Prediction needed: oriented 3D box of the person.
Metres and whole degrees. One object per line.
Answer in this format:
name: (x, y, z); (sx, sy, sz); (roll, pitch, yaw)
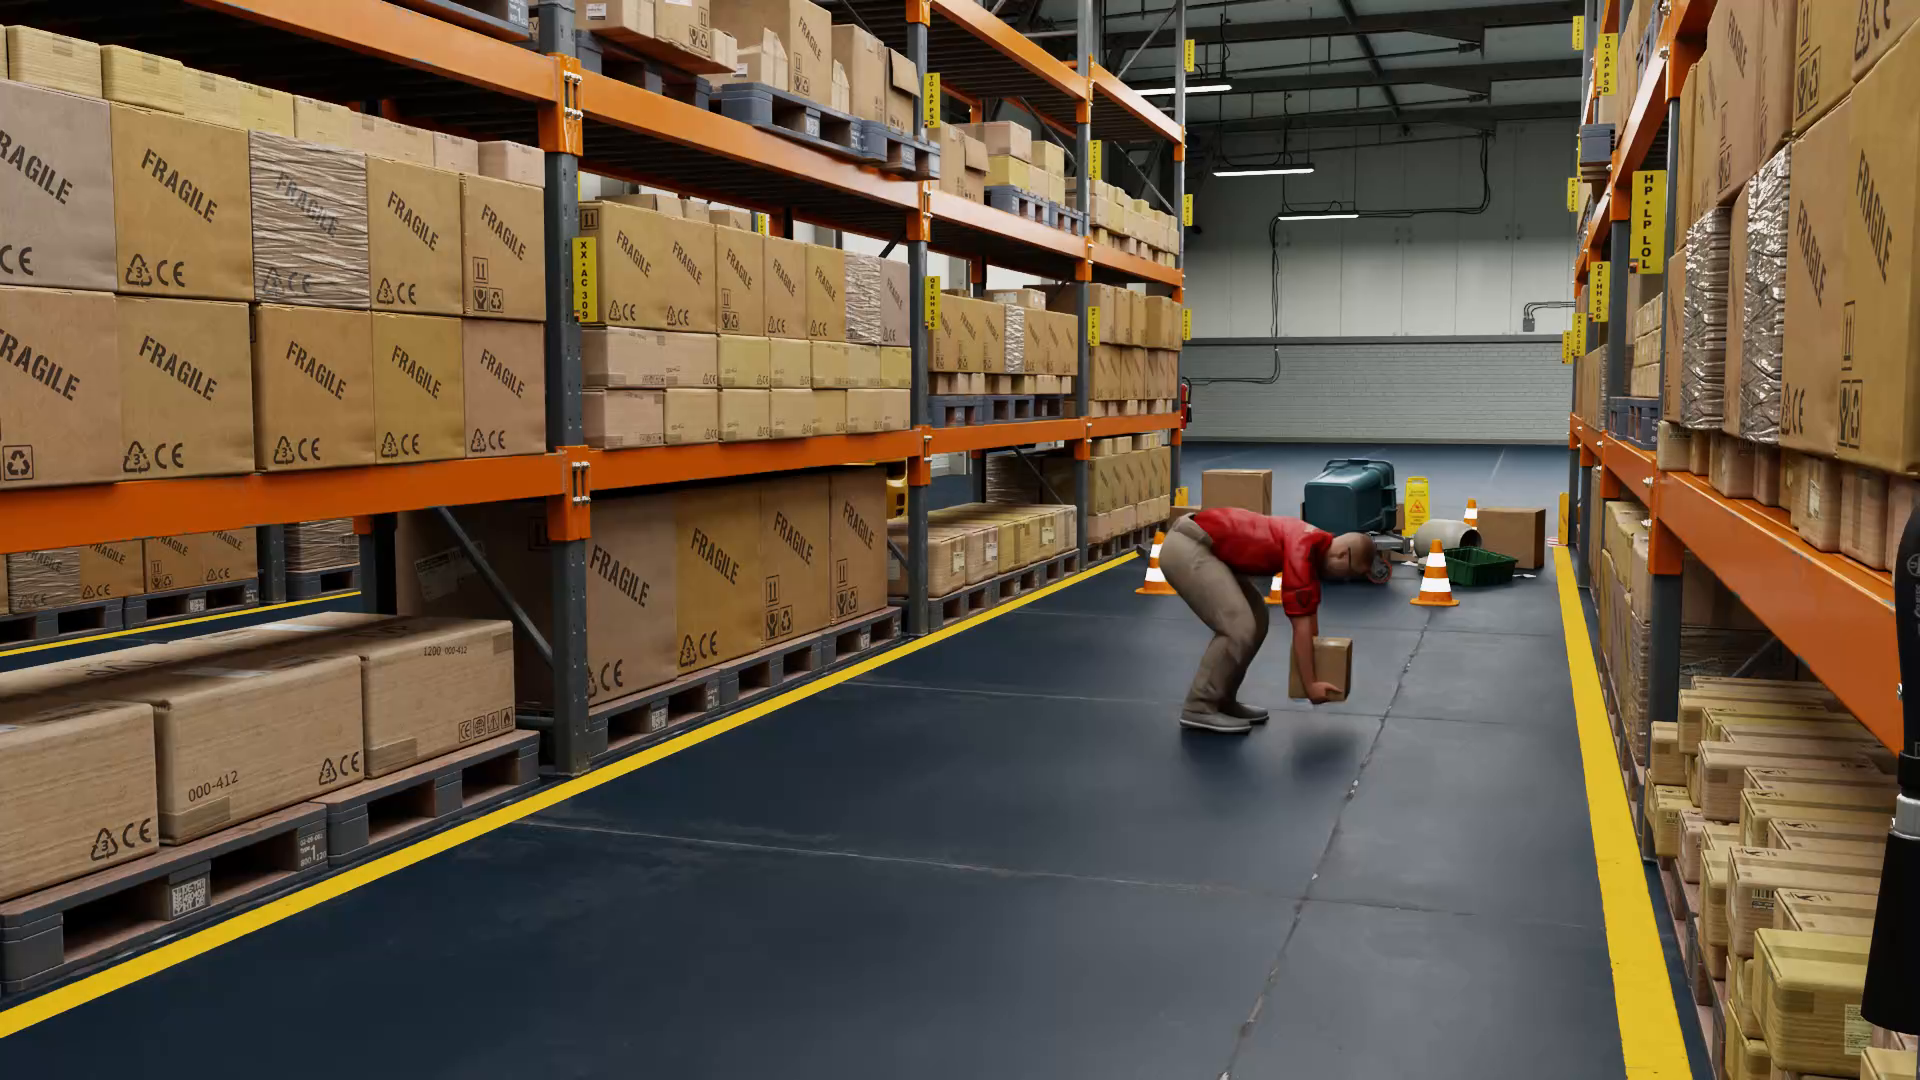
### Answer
person: (1.395, 0.358, 7.602); (0.962, 1.014, 0.506); (1, 5, 16)
